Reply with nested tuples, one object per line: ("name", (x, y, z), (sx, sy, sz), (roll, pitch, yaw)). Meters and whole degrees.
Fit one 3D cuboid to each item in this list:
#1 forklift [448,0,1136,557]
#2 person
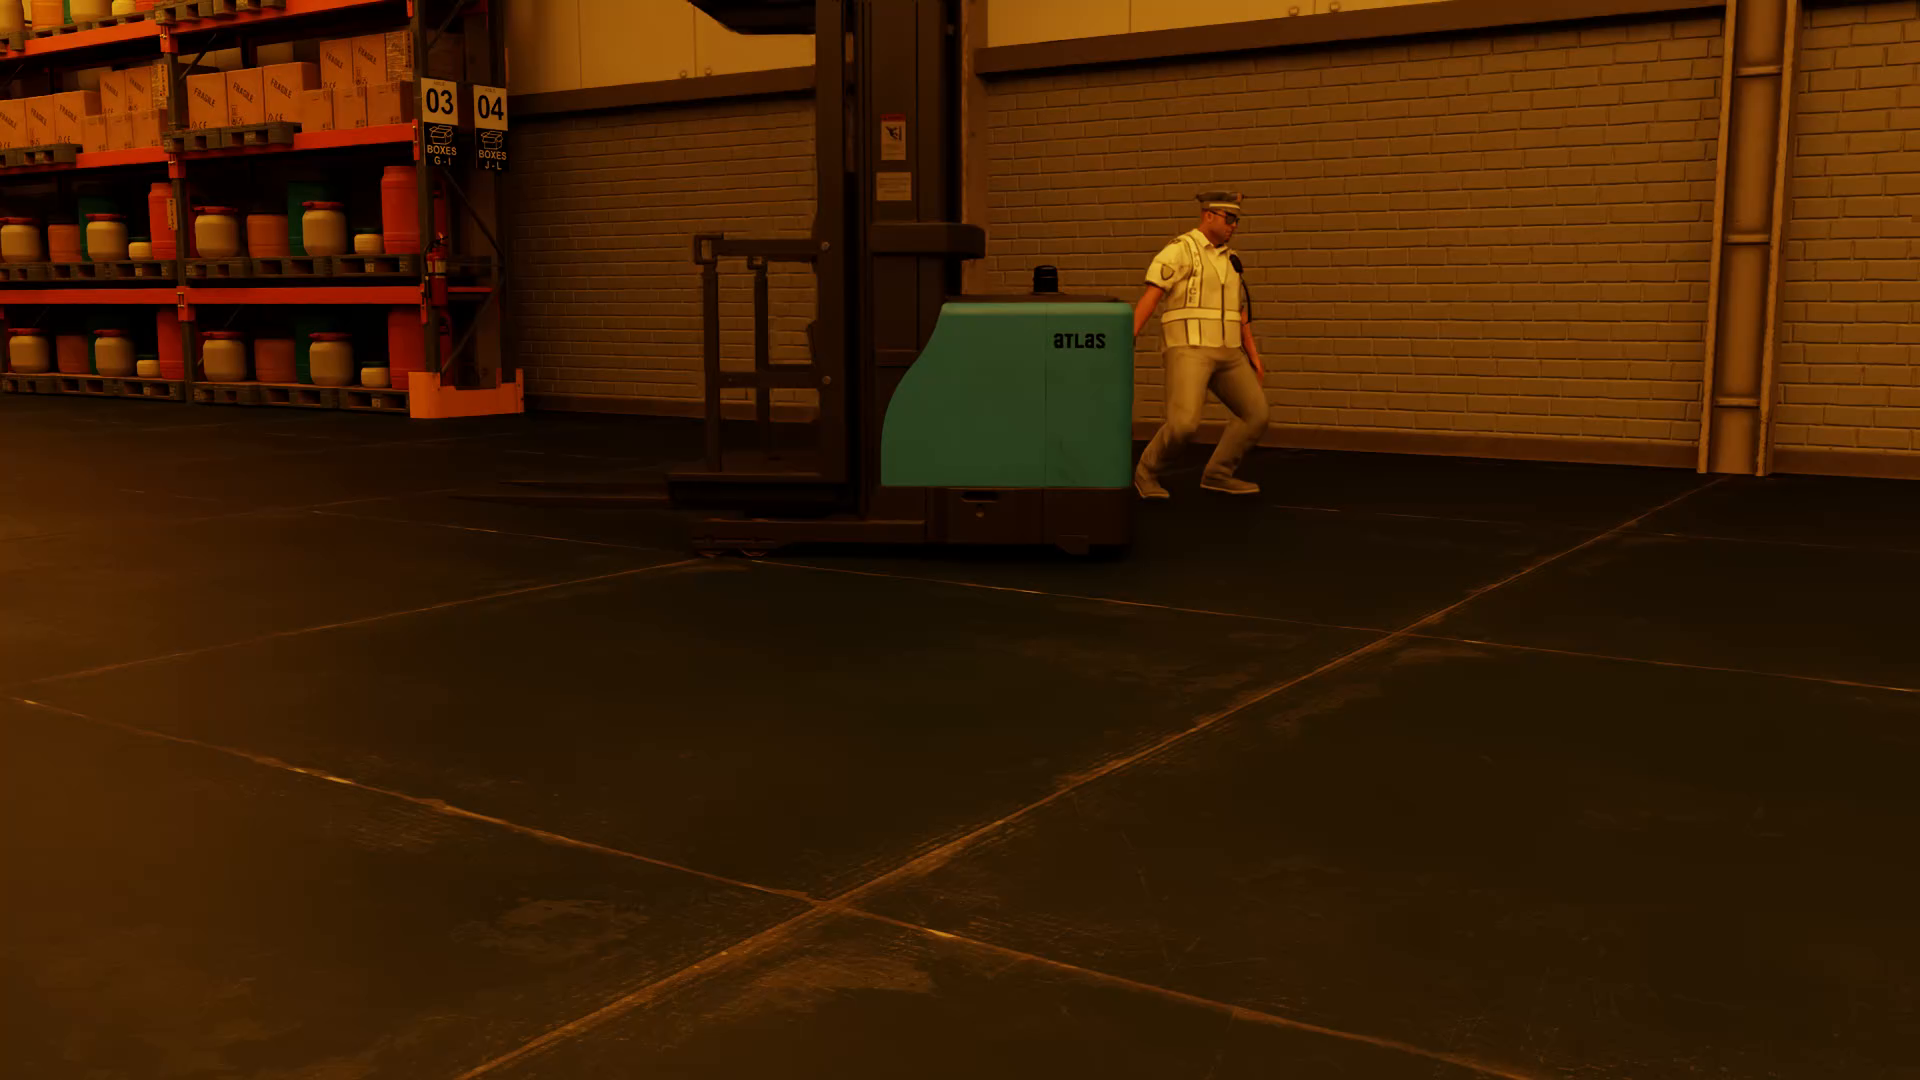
("forklift", (-0.735, -1.450, 7.386), (3.031, 2.935, 1.130), (1, 8, 5))
("person", (1.239, -1.033, 8.892), (0.897, 1.643, 0.505), (-5, 9, -30))
